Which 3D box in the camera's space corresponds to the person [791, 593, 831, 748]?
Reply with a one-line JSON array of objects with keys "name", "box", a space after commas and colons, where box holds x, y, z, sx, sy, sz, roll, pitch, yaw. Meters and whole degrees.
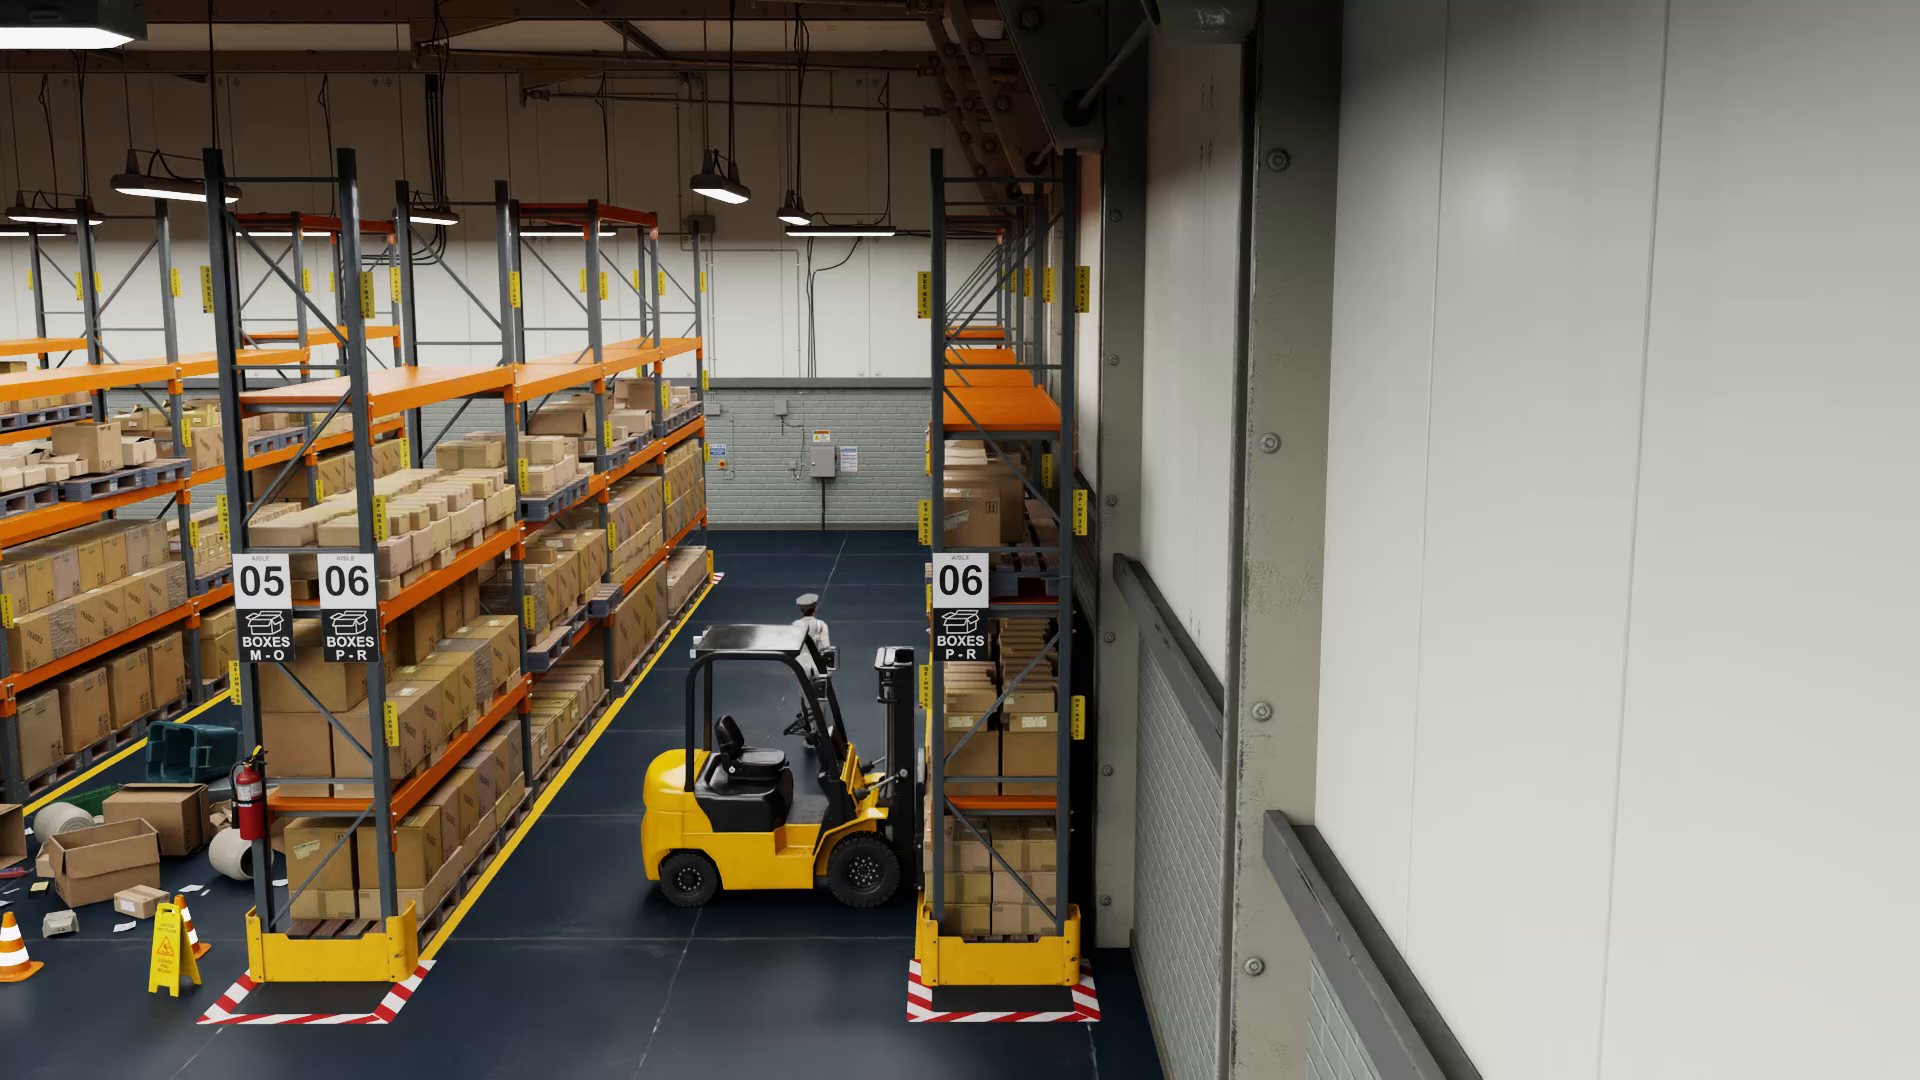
[{"name": "person", "box": [-1.658, 1.436, 18.225, 0.474, 1.708, 0.656, -2, 9, -11]}]
